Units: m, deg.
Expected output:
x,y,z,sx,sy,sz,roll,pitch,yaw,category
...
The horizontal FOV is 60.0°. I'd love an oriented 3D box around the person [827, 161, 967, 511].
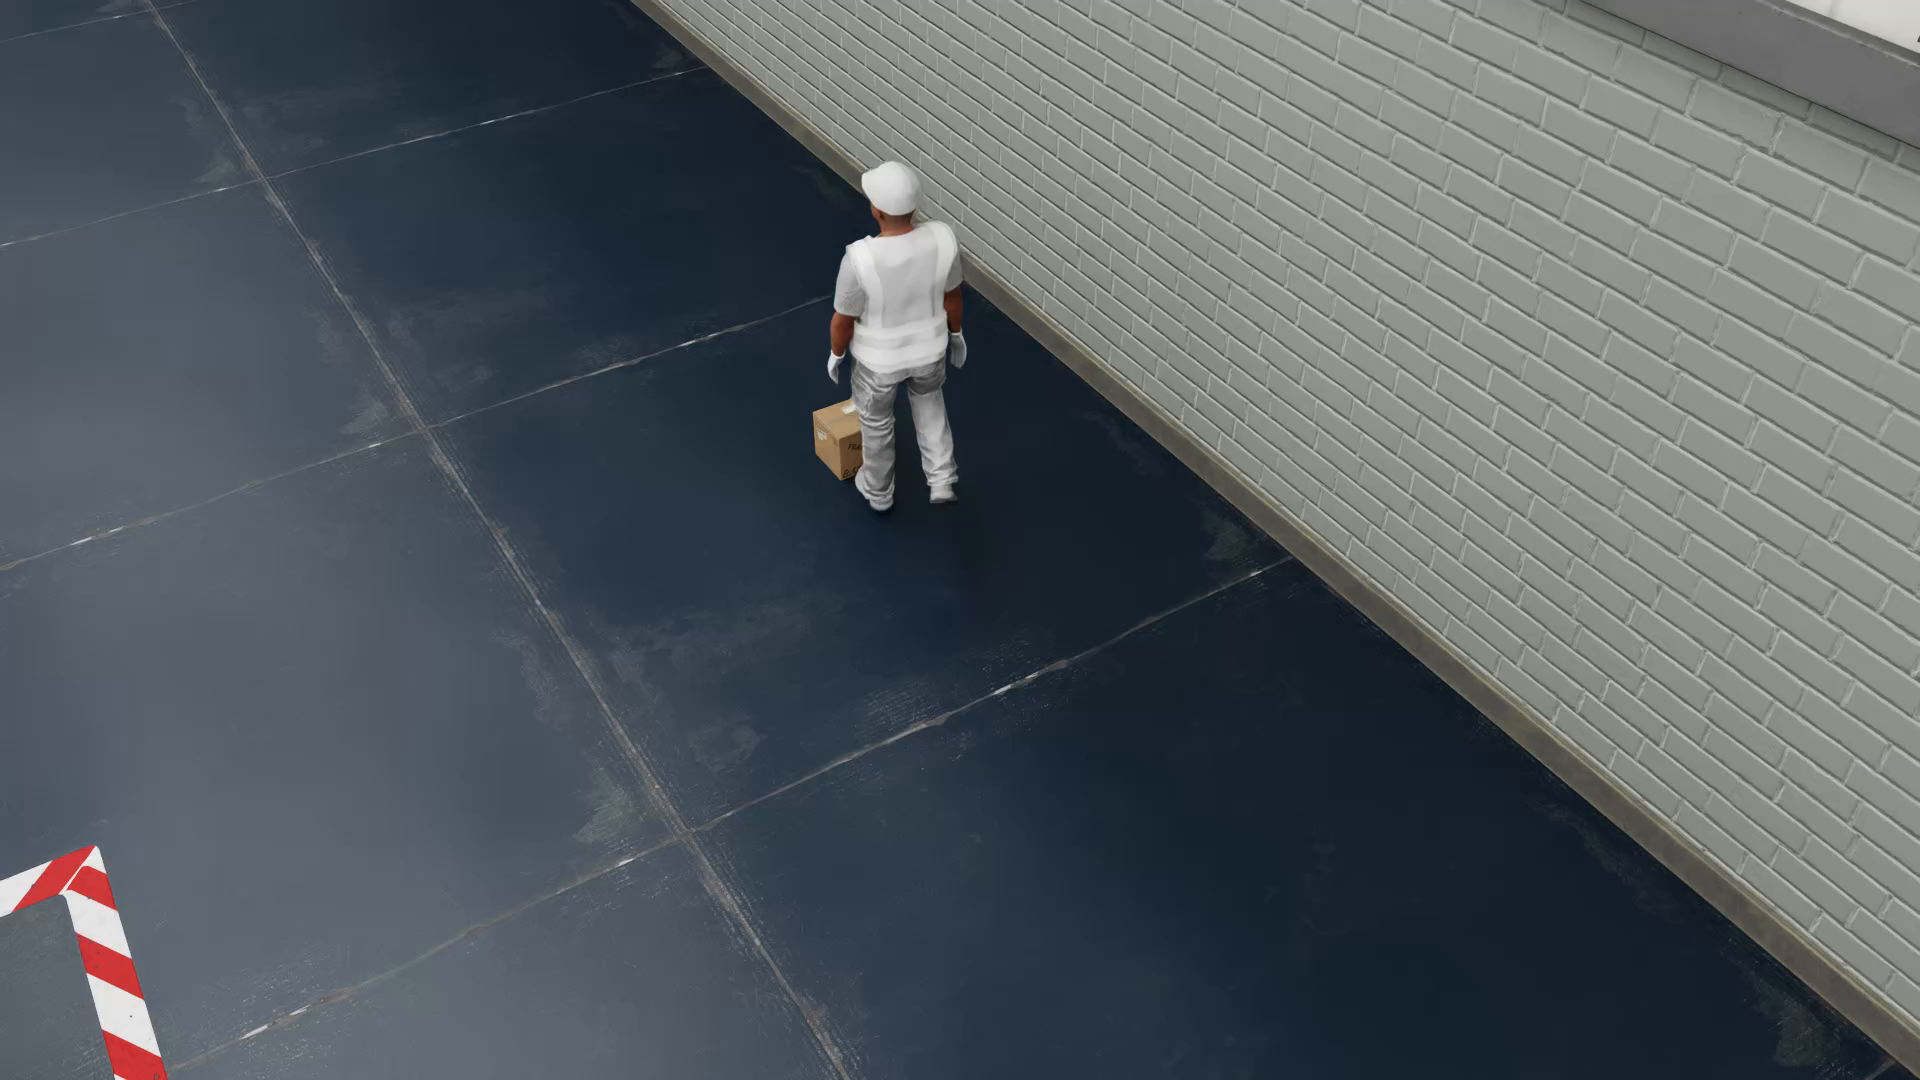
x,y,z,sx,sy,sz,roll,pitch,yaw,category
-0.279,-0.844,7.089,0.605,1.782,0.570,-15,43,-17,person
